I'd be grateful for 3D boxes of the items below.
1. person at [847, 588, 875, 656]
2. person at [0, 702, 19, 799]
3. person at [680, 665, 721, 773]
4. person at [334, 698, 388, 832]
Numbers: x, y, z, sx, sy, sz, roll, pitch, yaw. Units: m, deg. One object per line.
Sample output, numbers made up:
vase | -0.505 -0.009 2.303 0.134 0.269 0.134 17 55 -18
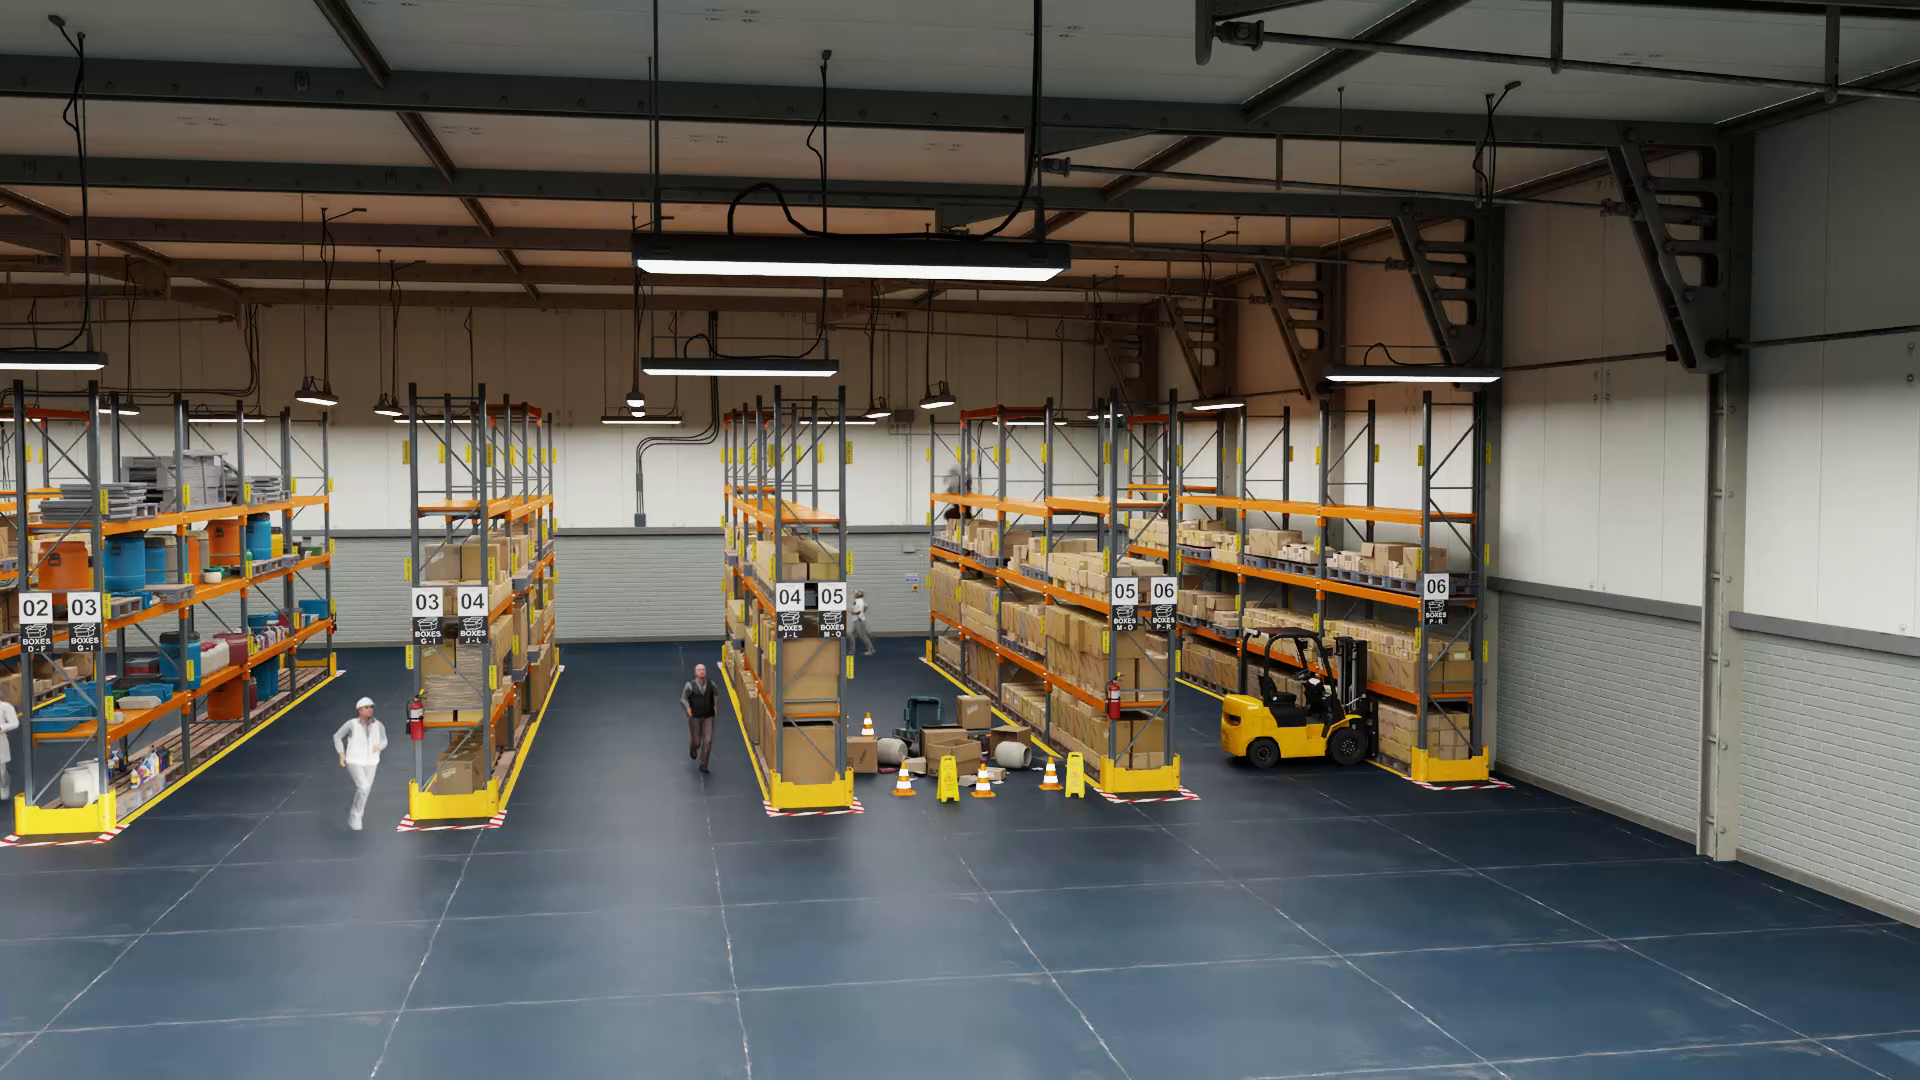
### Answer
person | -2.502 2.020 41.311 0.765 1.664 0.544 -1 3 -17
person | -13.700 2.913 23.535 0.709 1.756 0.954 -1 3 -19
person | -4.117 2.825 26.473 0.661 1.695 0.732 -1 3 -19
person | -7.987 2.989 22.304 0.634 1.740 0.651 -3 4 -44
